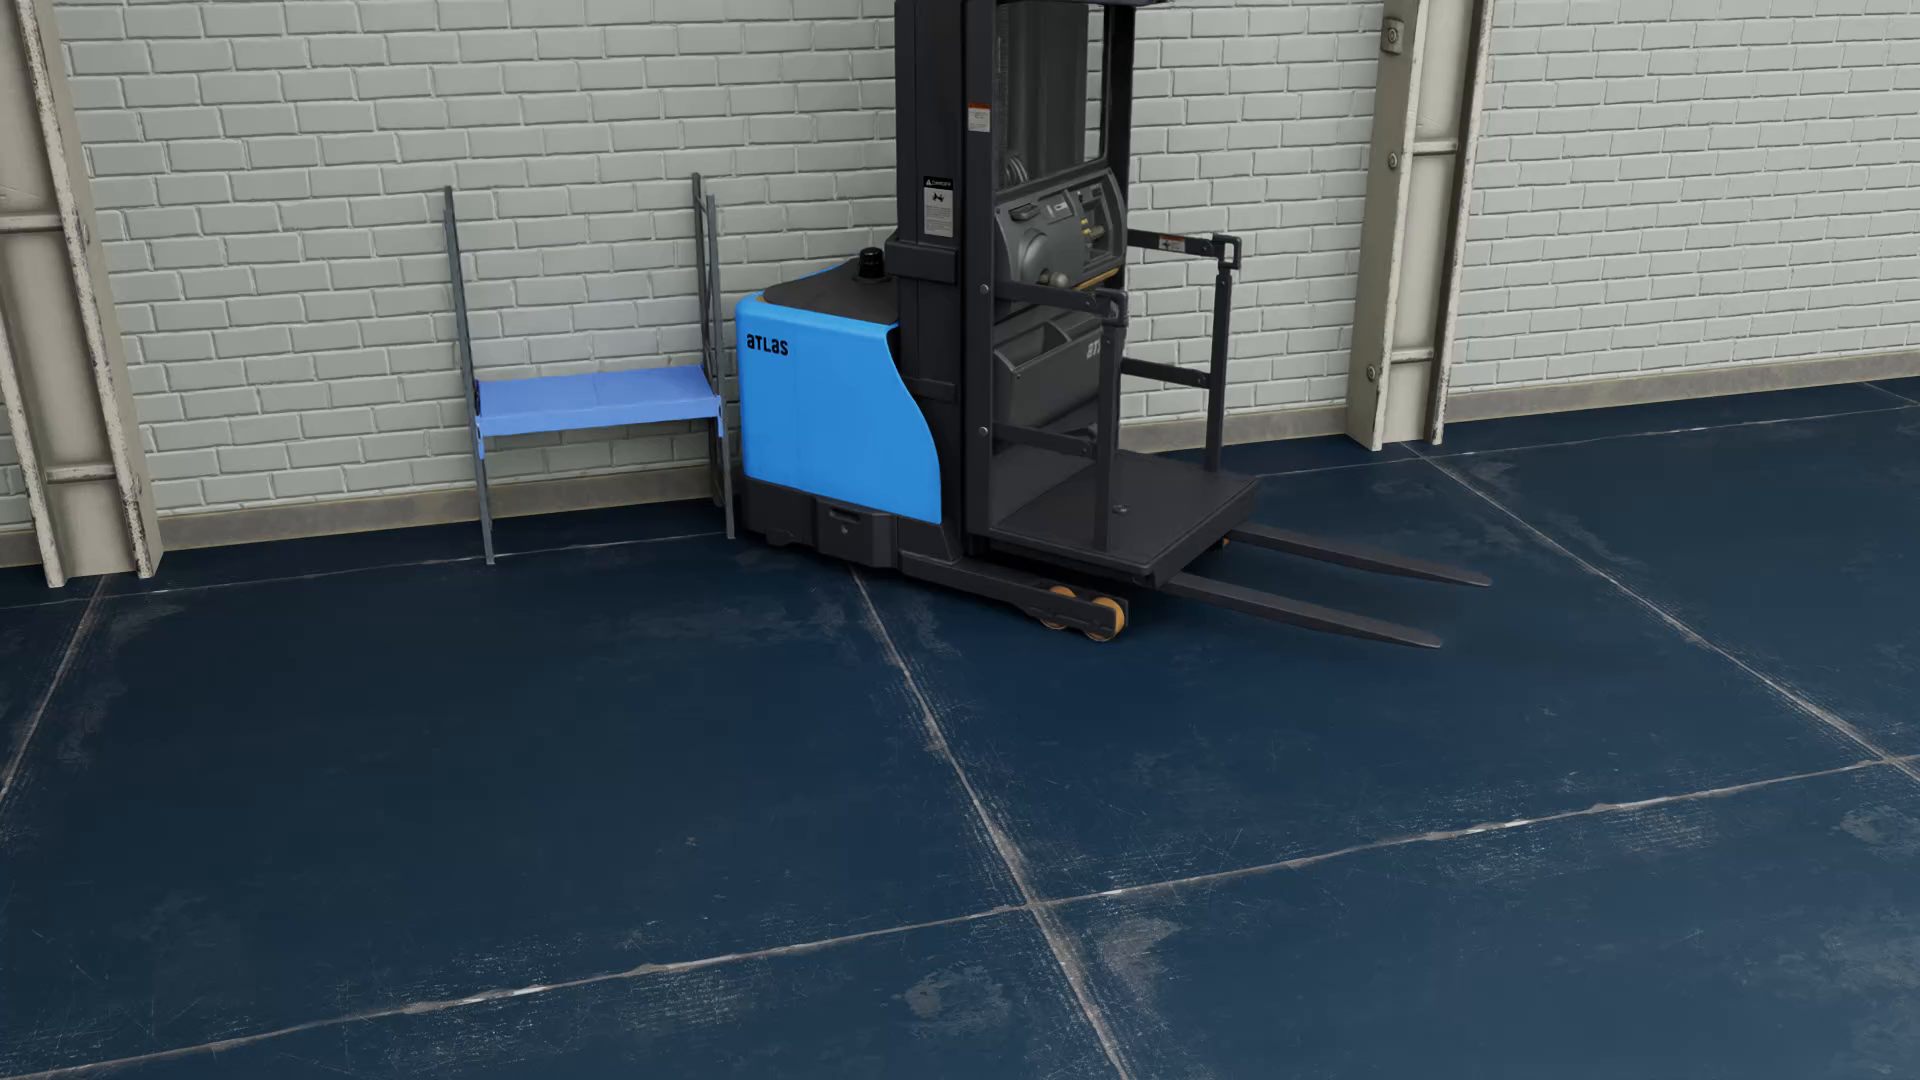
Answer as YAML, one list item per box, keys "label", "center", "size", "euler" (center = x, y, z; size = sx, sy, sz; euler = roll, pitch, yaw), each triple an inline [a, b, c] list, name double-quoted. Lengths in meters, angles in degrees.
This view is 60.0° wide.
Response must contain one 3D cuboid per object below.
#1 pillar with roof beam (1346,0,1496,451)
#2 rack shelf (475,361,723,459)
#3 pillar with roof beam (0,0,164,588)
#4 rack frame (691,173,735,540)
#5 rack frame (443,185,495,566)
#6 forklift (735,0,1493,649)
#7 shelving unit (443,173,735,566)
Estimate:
- label: "pillar with roof beam"
  center: [3.363, -3.024, 2.886]
  size: [0.400, 9.000, 9.100]
  euler: [-6, 24, -14]
- label: "rack shelf"
  center: [-1.554, -0.566, 7.122]
  size: [1.000, 0.185, 0.538]
  euler: [-6, 24, -14]
- label: "pillar with roof beam"
  center: [-2.414, -2.385, 1.396]
  size: [0.400, 9.000, 9.100]
  euler: [-6, 24, -14]
- label: "rack frame"
  center: [-1.064, -0.785, 7.178]
  size: [0.032, 1.500, 0.500]
  euler: [-6, 24, -14]
- label: "rack frame"
  center: [-2.043, -0.677, 6.925]
  size: [0.032, 1.500, 0.500]
  euler: [-6, 24, -14]
- label: "forklift"
  center: [0.574, -1.197, 6.324]
  size: [3.031, 2.935, 1.130]
  euler: [14, 27, 29]
- label: "shelving unit"
  center: [-1.554, -0.731, 7.051]
  size: [1.048, 1.500, 0.538]
  euler: [-6, 24, -14]
